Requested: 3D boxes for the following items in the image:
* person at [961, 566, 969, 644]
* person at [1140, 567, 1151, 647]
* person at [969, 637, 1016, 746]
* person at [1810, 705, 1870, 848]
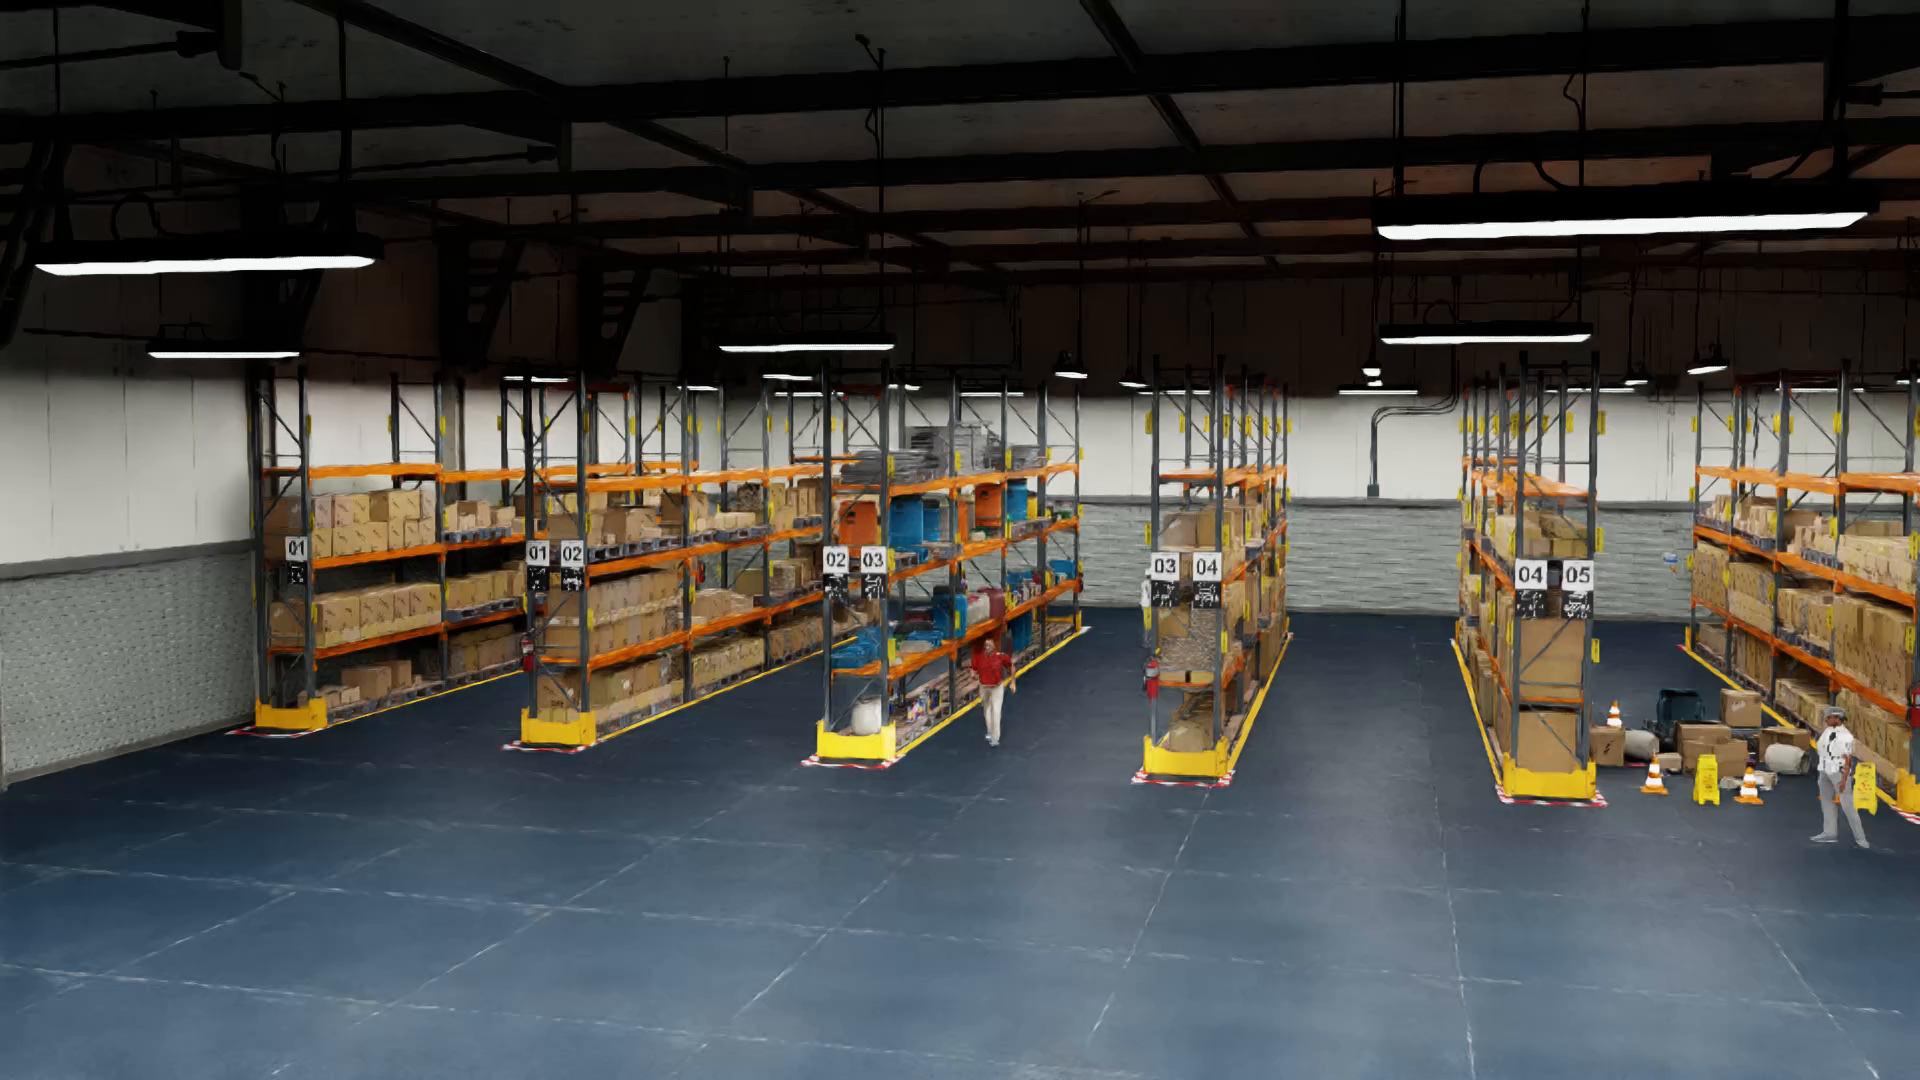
[{"bbox_3d":[0.062,1.474,38.112,0.447,1.771,0.622,-1,4,-16],"label":"person"},{"bbox_3d":[4.323,1.506,37.608,0.462,1.782,0.598,0,4,-5],"label":"person"},{"bbox_3d":[0.490,2.362,26.308,0.686,1.663,0.867,1,4,19],"label":"person"},{"bbox_3d":[10.521,2.812,19.817,0.477,1.666,0.658,-1,4,-11],"label":"person"}]
